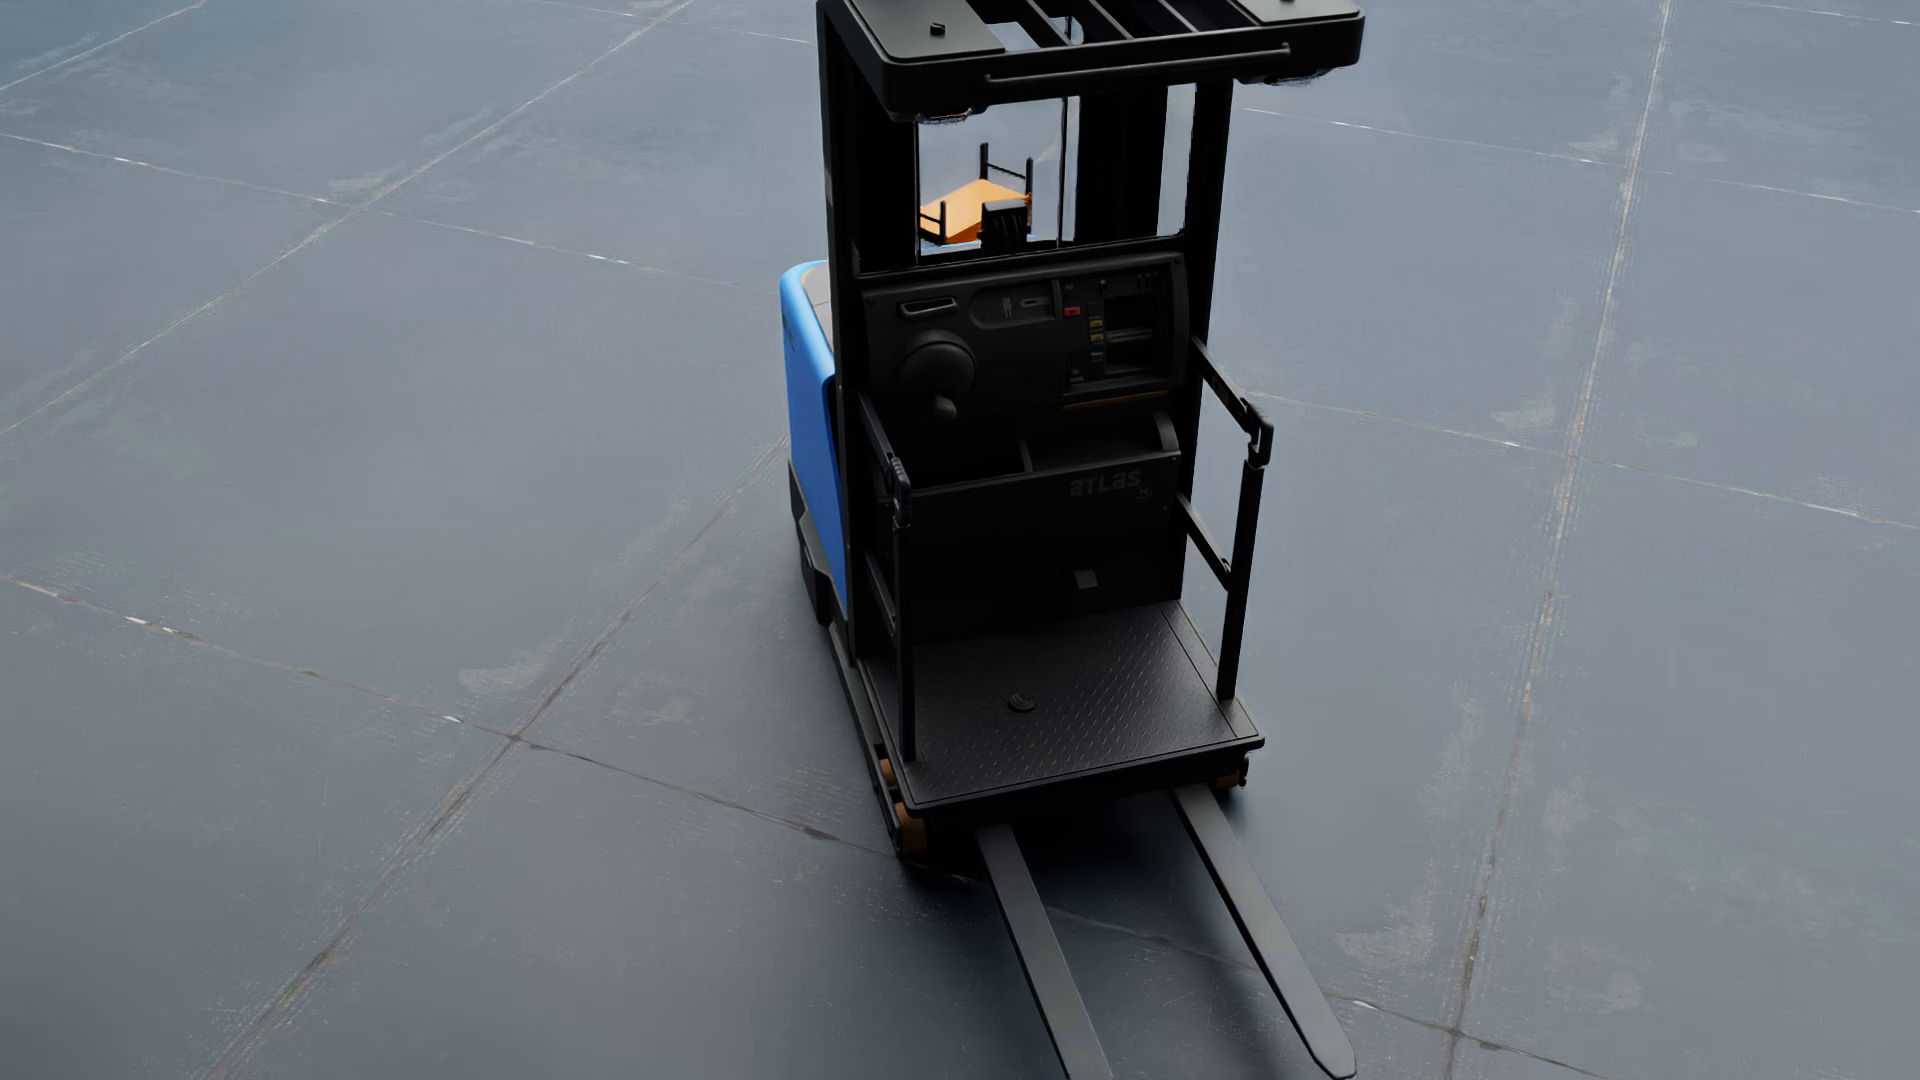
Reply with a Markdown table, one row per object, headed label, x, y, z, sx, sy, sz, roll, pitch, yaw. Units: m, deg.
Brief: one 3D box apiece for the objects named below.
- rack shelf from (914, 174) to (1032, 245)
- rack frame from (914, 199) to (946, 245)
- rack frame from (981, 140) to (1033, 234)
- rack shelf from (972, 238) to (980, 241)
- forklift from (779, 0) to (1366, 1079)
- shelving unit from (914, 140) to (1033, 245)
| label | x | y | z | sx | sy | sz | roll | pitch | yaw |
| --- | --- | --- | --- | --- | --- | --- | --- | --- | --- |
| rack shelf | 0.015 | -1.178 | 6.168 | 0.258 | 0.148 | 0.480 | 27 | 45 | 32 |
| rack frame | -0.145 | -0.753 | 6.255 | 0.240 | 1.200 | 0.015 | 27 | 45 | 32 |
| rack frame | 0.175 | -0.974 | 6.551 | 0.240 | 1.200 | 0.015 | 27 | 45 | 32 |
| rack shelf | 0.015 | -0.989 | 6.309 | 0.258 | 0.148 | 0.480 | 27 | 45 | 32 |
| forklift | 0.252 | -0.493 | 4.462 | 1.130 | 2.935 | 3.031 | -10 | 38 | -12 |
| shelving unit | 0.015 | -0.863 | 6.403 | 0.258 | 1.200 | 0.503 | 27 | 45 | 32 |
